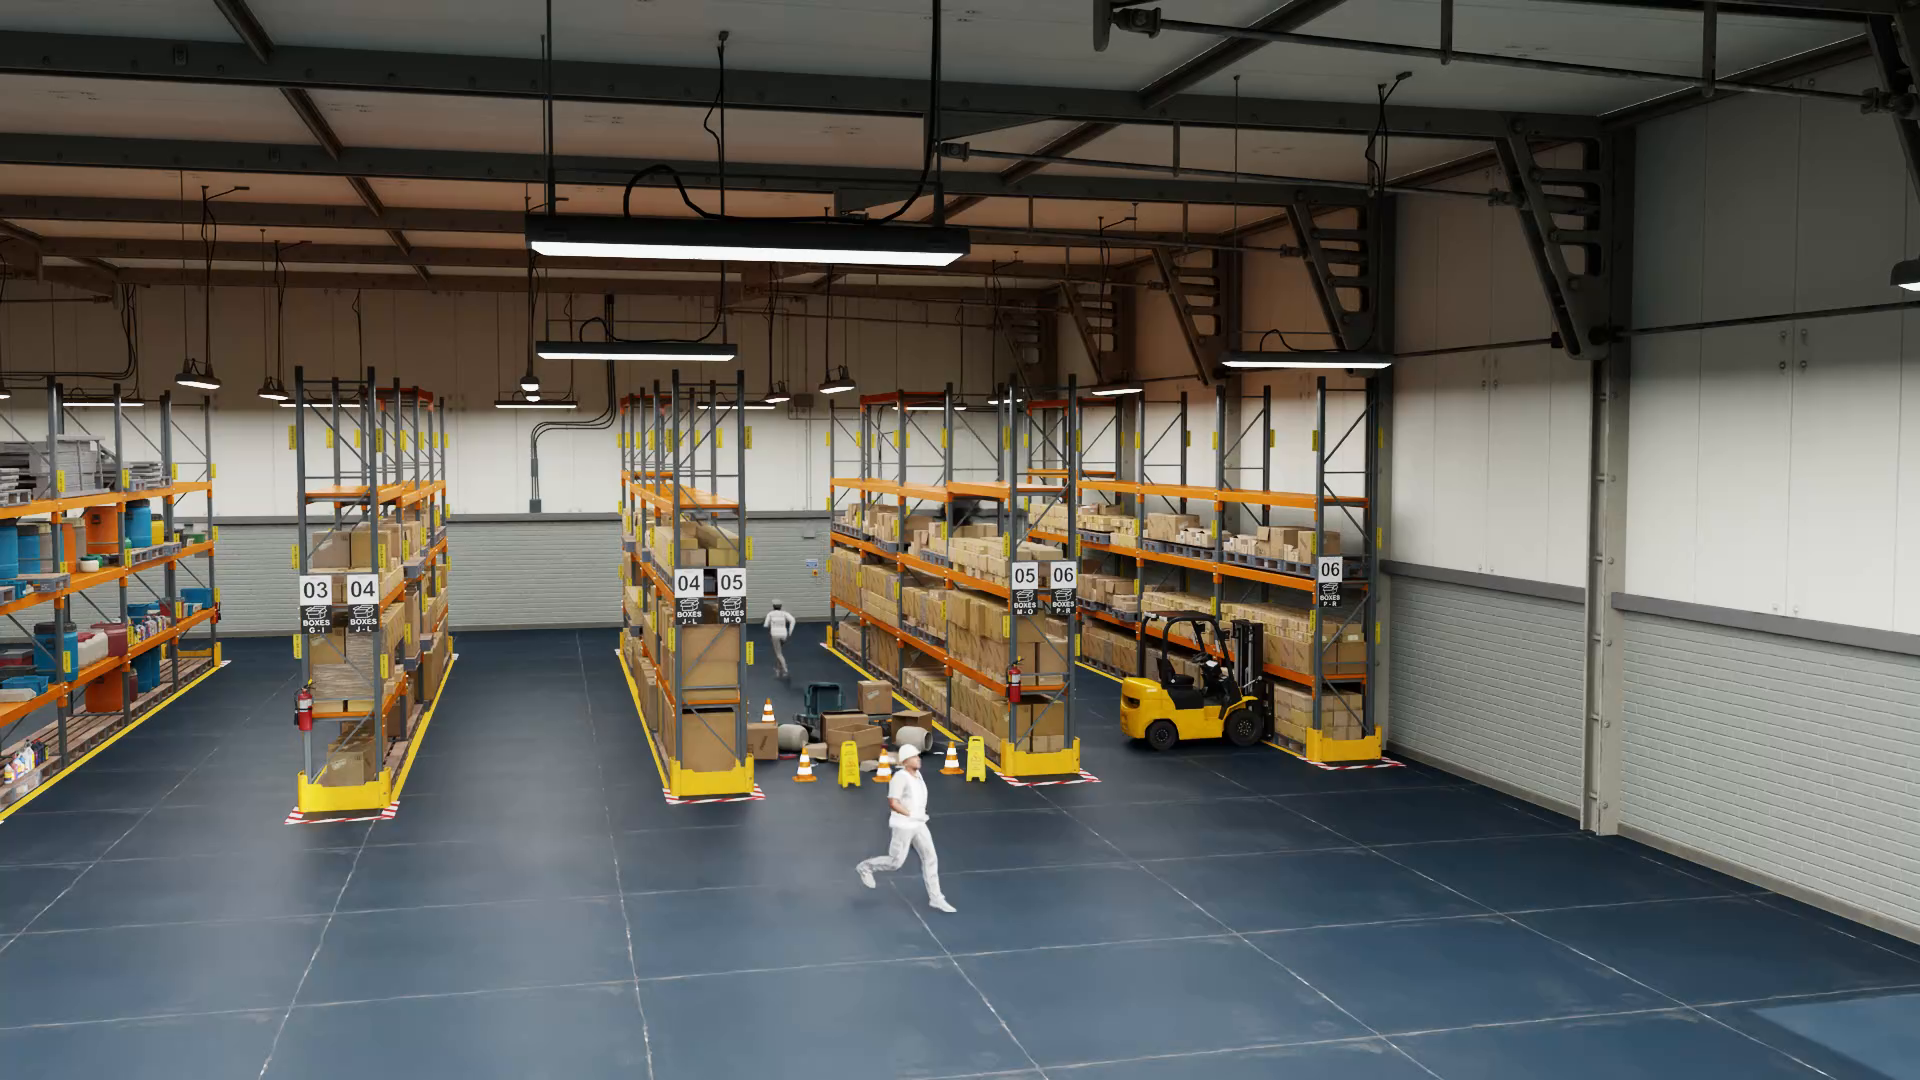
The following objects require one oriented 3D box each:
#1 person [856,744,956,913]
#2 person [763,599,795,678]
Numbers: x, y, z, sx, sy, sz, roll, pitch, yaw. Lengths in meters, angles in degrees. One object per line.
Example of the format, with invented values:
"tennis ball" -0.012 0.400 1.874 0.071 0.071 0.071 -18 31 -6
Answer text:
"person" -0.588 3.069 17.779 1.145 1.776 0.649 2 4 29
"person" -3.775 2.107 34.828 0.613 1.693 0.952 -2 4 -26
